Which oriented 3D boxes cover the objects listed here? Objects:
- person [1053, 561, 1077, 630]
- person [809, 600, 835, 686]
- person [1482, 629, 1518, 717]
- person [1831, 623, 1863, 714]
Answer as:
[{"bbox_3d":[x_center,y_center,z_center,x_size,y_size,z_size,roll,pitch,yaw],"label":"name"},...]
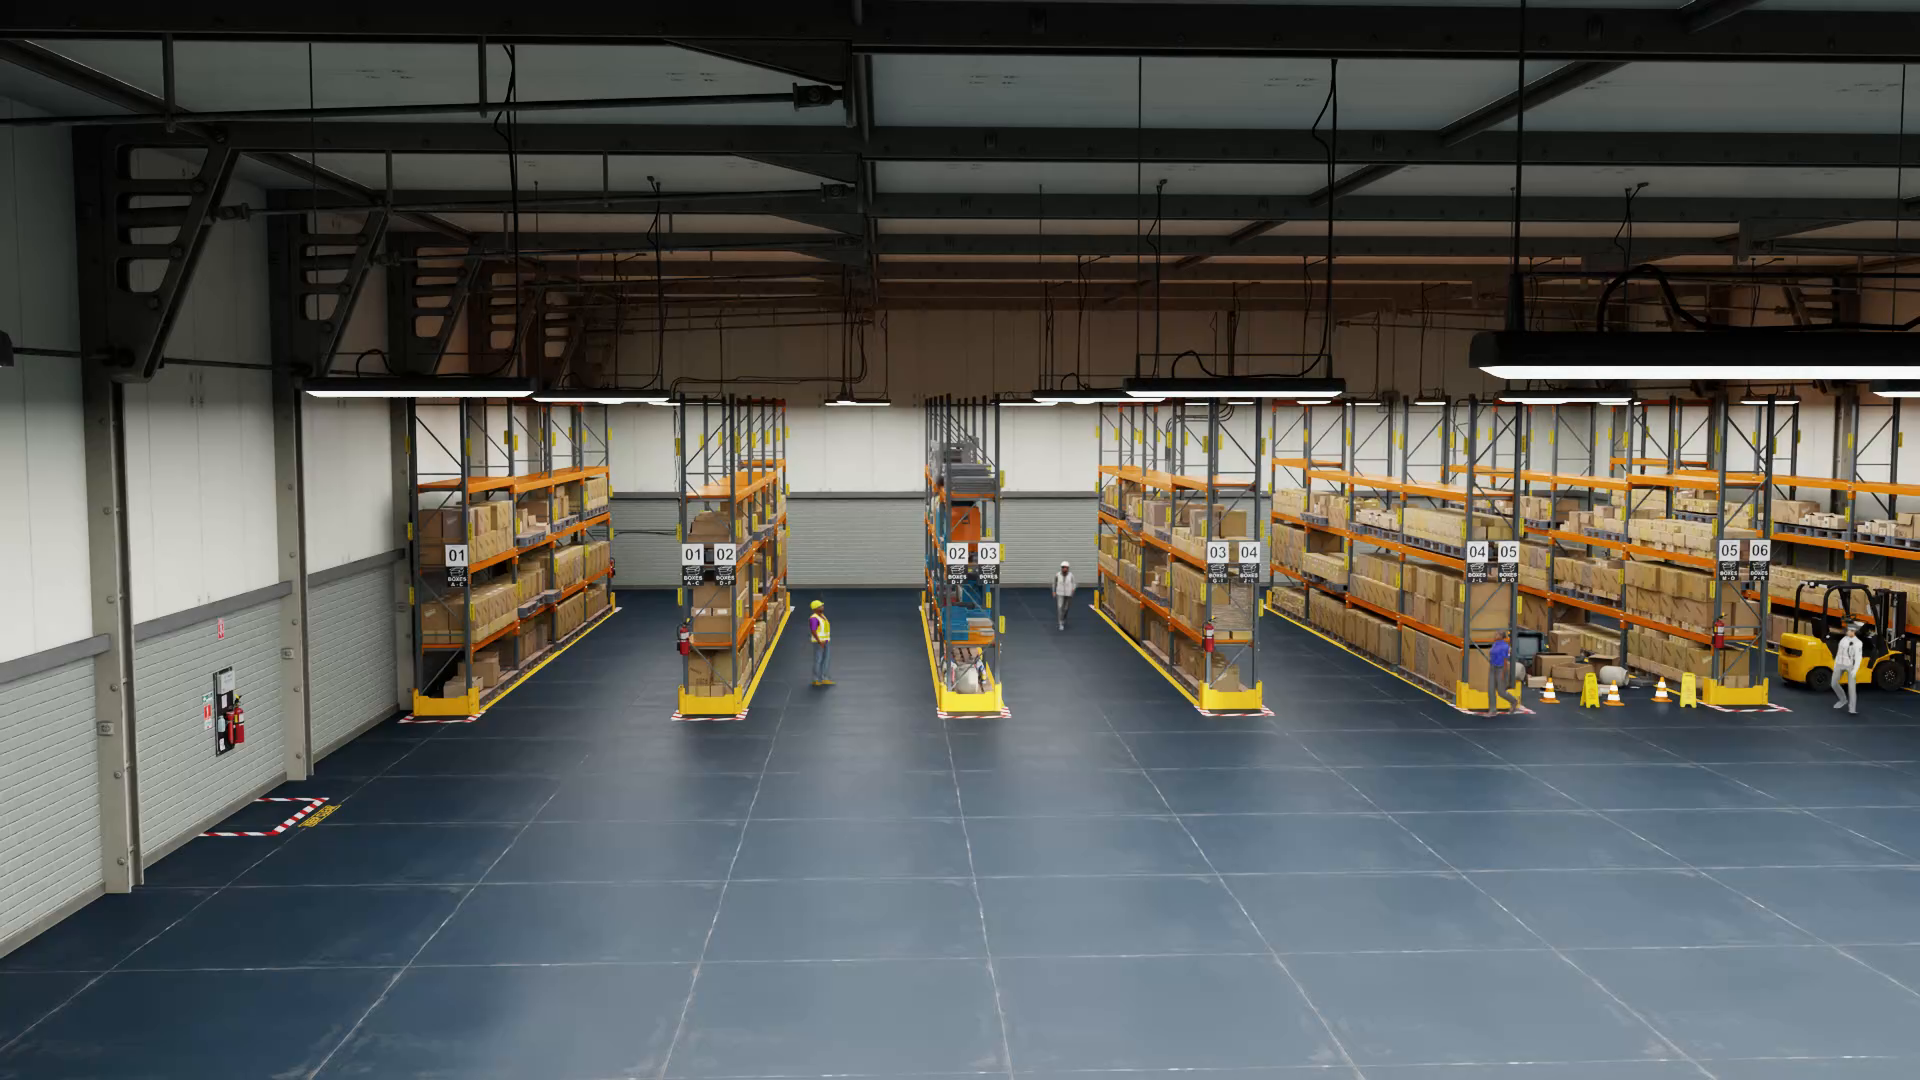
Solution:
[{"bbox_3d":[2.740,1.431,43.488,0.604,1.754,0.992,0,5,-3],"label":"person"},{"bbox_3d":[-2.845,2.130,34.396,0.561,1.766,0.612,3,6,36],"label":"person"},{"bbox_3d":[10.008,2.468,30.802,0.658,1.628,0.434,-2,5,-28],"label":"person"},{"bbox_3d":[16.775,2.402,31.409,0.426,1.683,0.562,-3,5,-30],"label":"person"}]
